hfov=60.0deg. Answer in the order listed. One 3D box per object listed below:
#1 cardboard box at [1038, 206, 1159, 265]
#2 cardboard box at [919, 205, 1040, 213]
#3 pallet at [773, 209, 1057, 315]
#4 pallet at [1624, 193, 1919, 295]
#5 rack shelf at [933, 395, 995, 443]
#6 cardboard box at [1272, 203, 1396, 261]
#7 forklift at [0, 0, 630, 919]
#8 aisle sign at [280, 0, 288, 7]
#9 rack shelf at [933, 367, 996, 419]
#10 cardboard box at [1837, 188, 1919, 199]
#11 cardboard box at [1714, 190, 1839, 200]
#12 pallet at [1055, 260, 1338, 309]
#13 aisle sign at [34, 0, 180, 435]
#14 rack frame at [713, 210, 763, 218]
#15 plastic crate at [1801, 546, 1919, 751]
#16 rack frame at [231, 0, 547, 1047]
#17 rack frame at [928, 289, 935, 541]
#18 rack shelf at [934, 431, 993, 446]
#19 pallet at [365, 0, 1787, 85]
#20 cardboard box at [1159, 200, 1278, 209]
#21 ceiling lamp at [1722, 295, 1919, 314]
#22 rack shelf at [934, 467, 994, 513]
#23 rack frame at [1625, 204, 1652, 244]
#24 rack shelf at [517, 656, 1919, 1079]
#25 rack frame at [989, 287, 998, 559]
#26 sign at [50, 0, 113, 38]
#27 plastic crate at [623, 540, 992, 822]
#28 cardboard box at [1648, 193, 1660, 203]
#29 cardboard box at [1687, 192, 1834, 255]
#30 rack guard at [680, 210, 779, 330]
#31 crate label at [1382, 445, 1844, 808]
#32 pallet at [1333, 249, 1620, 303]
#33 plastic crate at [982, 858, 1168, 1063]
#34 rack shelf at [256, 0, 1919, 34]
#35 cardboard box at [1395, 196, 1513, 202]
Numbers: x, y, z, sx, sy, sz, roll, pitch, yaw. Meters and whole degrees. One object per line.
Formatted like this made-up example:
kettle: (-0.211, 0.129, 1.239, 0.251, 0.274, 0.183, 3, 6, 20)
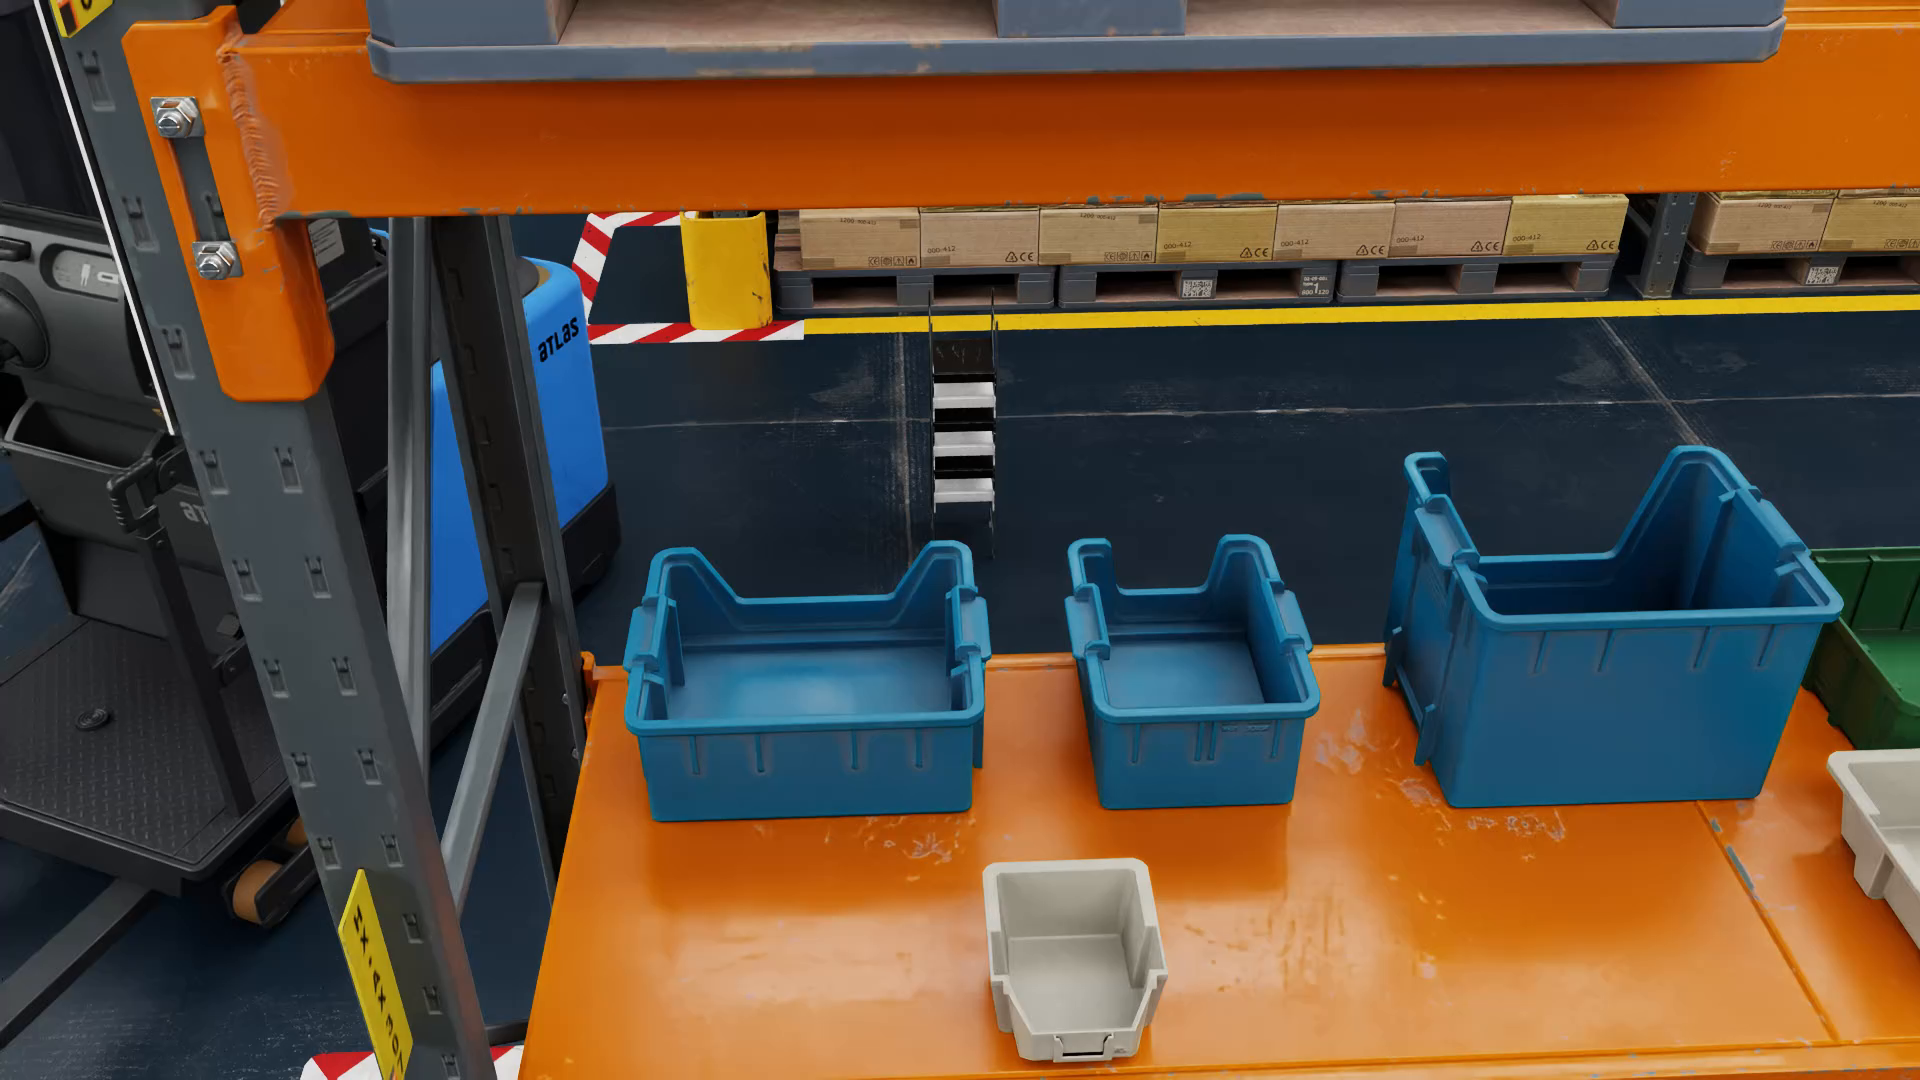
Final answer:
cardboard box: (0.570, -1.415, 7.206, 0.500, 0.250, 0.500, -2, 35, -2)
cardboard box: (0.071, -1.709, 6.972, 0.500, 0.500, 0.500, -2, 35, -2)
pallet: (-0.213, -1.354, 7.521, 1.213, 0.211, 1.003, -2, 35, -2)
pallet: (3.755, -1.460, 7.674, 1.213, 0.211, 1.003, -2, 35, -2)
rack shelf: (0.008, -0.417, 5.462, 0.200, 0.077, 0.258, -2, 35, -2)
cardboard box: (1.569, -1.440, 7.242, 0.500, 0.250, 0.500, -2, 35, -2)
forklift: (-2.141, -0.506, 3.905, 1.130, 2.935, 3.031, 13, 37, 18)
aisle sign: (-0.830, -0.877, 2.096, 0.004, 0.787, 0.394, -2, 35, -2)
rack shelf: (0.008, -0.491, 5.411, 0.200, 0.077, 0.258, -2, 35, -2)
cardboard box: (3.945, -1.717, 7.149, 0.500, 0.311, 0.500, -2, 35, -3)
cardboard box: (3.445, -1.706, 7.134, 0.500, 0.311, 0.500, -1, 35, -2)
pallet: (1.003, -1.385, 7.566, 1.213, 0.211, 1.003, -2, 35, -2)
aisle sign: (-0.802, -0.541, 1.612, 0.004, 0.787, 0.394, -2, 35, -2)
rack frame: (-0.975, -2.456, 6.664, 0.127, 3.000, 1.000, -2, 35, -2)
plastic crate: (1.882, 0.215, 2.990, 0.662, 0.188, 0.450, -2, 35, -2)
rack frame: (-0.744, 0.361, 2.592, 0.053, 2.616, 0.949, -2, 35, -2)
rack frame: (-0.093, -0.368, 5.490, 0.006, 0.900, 0.240, -2, 35, -2)
rack shelf: (0.008, -0.360, 5.502, 0.190, 0.026, 0.221, -2, 35, -2)
pallet: (0.087, -0.763, 1.747, 1.213, 0.211, 1.003, -2, 35, -2)
cardboard box: (1.070, -1.734, 7.007, 0.500, 0.500, 0.500, -2, 35, -2)
ceiling lamp: (5.331, -1.069, 7.294, 4.000, 0.001, 0.159, -2, 35, -2)
rack shelf: (0.008, -0.195, 5.616, 0.200, 0.077, 0.258, -2, 35, -2)
rack frame: (3.020, -2.566, 6.822, 0.053, 2.616, 0.949, -2, 35, -2)
rack shelf: (1.254, 0.521, 2.822, 3.809, 0.124, 0.919, -2, 35, -2)
rack frame: (0.110, -0.373, 5.498, 0.006, 0.900, 0.240, -2, 35, -2)
sign: (-0.723, -0.565, 1.287, 0.005, 0.325, 0.100, -2, 35, -2)
plastic crate: (-0.258, 0.237, 2.902, 0.616, 0.251, 0.499, -2, 35, -2)
cardboard box: (3.421, -1.782, 7.736, 0.500, 0.250, 0.500, -2, 35, -3)
cardboard box: (3.435, -1.476, 7.294, 0.500, 0.250, 0.500, -2, 35, -3)
rack guard: (-0.999, -1.428, 7.374, 0.348, 0.500, 1.175, -2, 35, -2)
crate label: (1.081, 0.141, 2.879, 0.616, 0.435, 0.502, -2, 35, -2)
pallet: (2.224, -1.420, 7.616, 1.213, 0.211, 1.003, -2, 35, -2)
plastic crate: (0.165, 0.627, 2.440, 0.250, 0.136, 0.298, -2, 35, -2)
rack shelf: (1.254, -0.713, 1.968, 3.809, 0.124, 0.919, -2, 35, -2)
cardboard box: (2.068, -1.771, 7.061, 0.500, 0.500, 0.500, -2, 35, -2)
